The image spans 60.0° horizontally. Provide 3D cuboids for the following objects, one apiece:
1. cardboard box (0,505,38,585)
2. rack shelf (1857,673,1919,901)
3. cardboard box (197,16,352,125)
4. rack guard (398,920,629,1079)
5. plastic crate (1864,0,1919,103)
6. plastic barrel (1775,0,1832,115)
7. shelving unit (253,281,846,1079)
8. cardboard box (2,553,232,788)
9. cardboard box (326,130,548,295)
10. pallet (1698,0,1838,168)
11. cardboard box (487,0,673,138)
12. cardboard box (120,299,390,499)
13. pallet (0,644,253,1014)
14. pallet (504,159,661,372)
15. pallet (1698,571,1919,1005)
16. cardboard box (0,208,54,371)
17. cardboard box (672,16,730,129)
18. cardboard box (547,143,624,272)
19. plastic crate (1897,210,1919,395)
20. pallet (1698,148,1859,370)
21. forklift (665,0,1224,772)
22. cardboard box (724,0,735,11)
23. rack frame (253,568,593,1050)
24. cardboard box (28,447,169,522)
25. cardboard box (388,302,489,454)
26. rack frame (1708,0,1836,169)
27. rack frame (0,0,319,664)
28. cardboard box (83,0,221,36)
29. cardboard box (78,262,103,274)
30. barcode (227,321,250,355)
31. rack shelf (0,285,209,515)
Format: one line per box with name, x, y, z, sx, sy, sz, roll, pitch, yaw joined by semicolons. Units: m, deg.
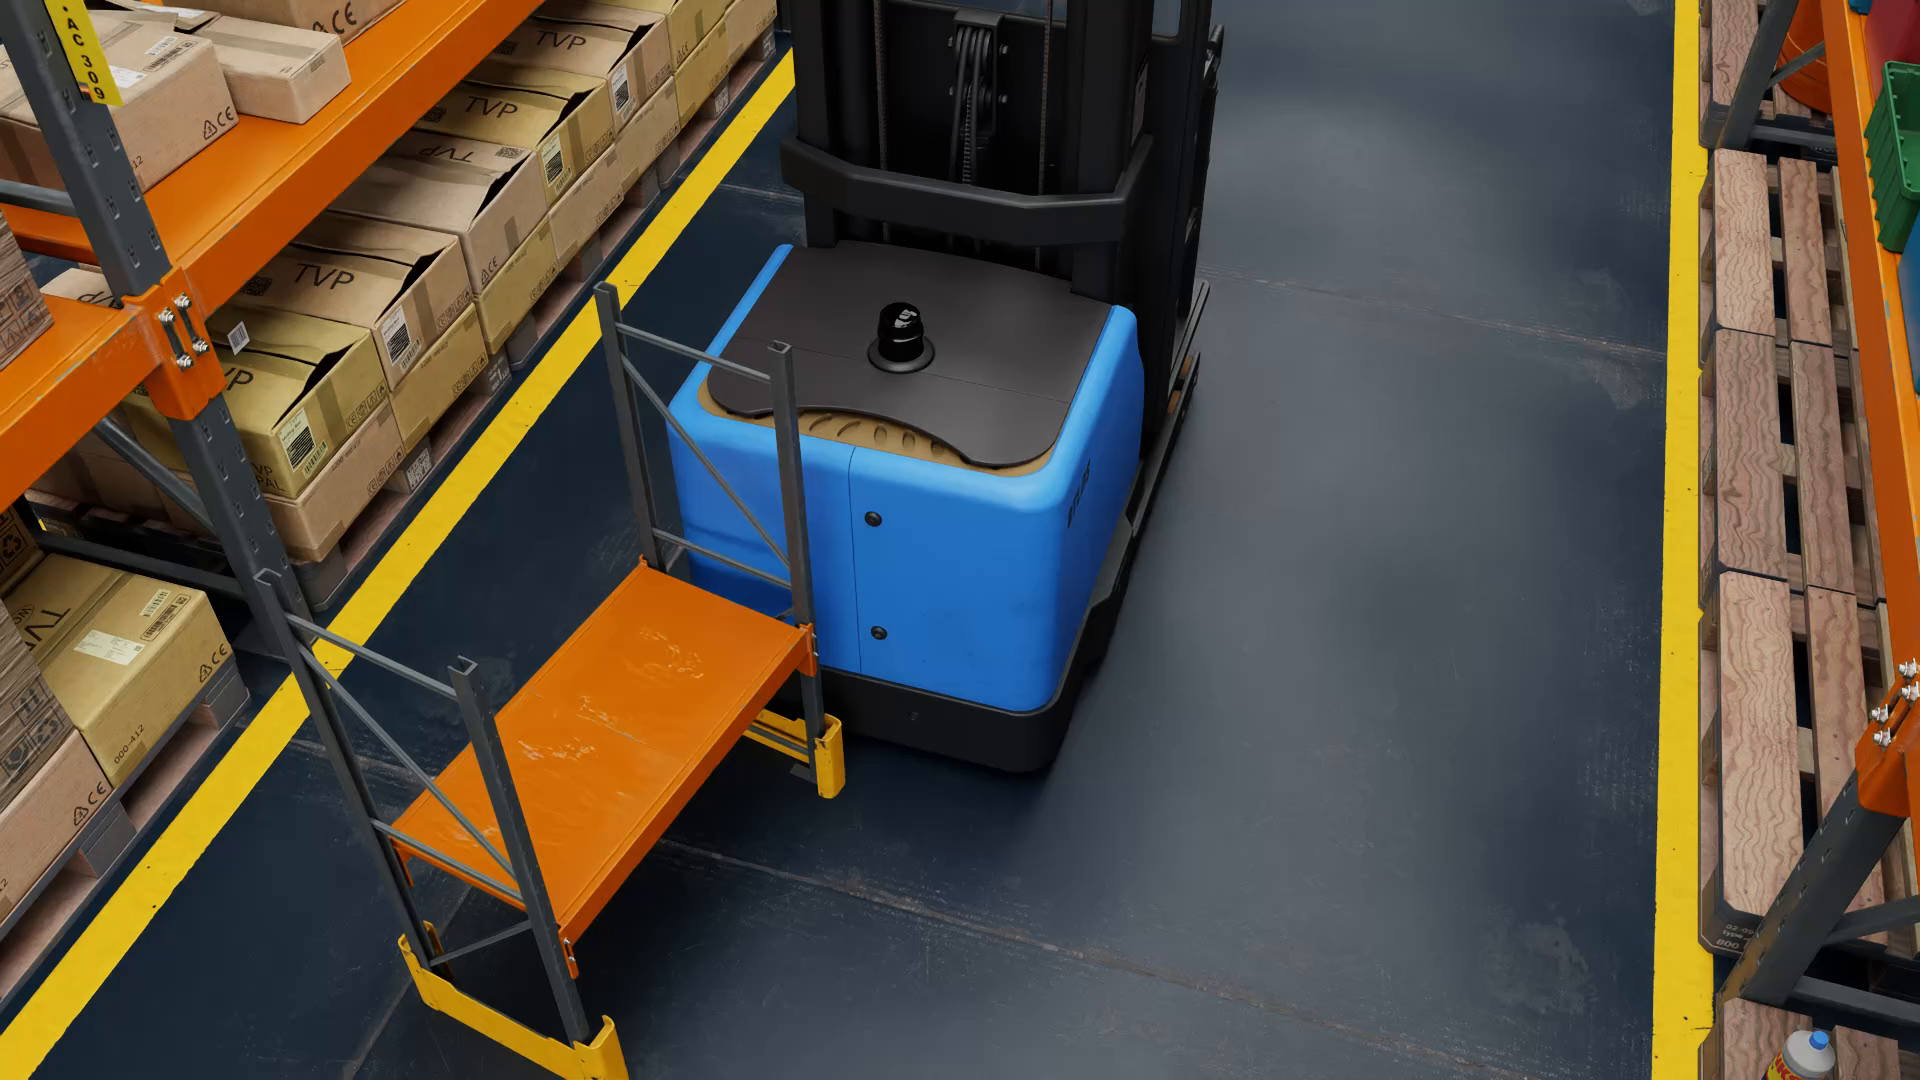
cardboard box;-2.840;-0.043;4.279;0.500;0.500;0.500;13;46;13
rack shelf;1.712;1.791;1.789;1.077;0.370;4.000;13;46;13
cardboard box;-1.938;-1.308;4.622;0.380;0.149;0.250;13;46;13
rack guard;-1.055;1.113;3.934;0.587;0.250;0.087;21;48;20
plastic crate;2.748;-1.476;4.568;0.402;0.464;0.583;13;46;13
plastic barrel;3.661;-2.169;6.574;0.600;0.830;0.708;13;46;13
shelving unit;-0.820;0.359;3.811;0.587;1.500;1.083;21;48;20
cardboard box;-2.334;0.337;4.426;0.500;0.250;0.500;13;46;13
cardboard box;-1.727;-1.119;5.513;0.500;0.311;0.500;11;45;11
pallet;3.729;-2.003;7.146;1.003;0.211;1.213;13;46;13
cardboard box;-1.421;-1.800;6.209;0.500;0.311;0.500;12;46;12
cardboard box;-2.039;-0.441;4.821;0.500;0.311;0.500;13;46;13
pallet;-2.682;0.667;4.417;1.003;0.211;1.213;13;46;13
pallet;-1.848;-1.169;6.294;1.003;0.211;1.213;13;46;13
pallet;2.519;0.666;4.418;1.003;0.211;1.213;13;46;13
cardboard box;-2.530;-0.589;3.636;0.700;0.500;0.500;11;46;11
cardboard box;-1.270;-1.938;6.751;0.500;0.250;0.500;12;46;12
cardboard box;-1.578;-1.259;6.058;0.500;0.250;0.500;13;46;13
plastic crate;2.356;-0.594;3.724;0.392;0.384;0.575;13;46;13
pallet;3.258;-0.960;6.081;1.003;0.211;1.213;13;46;13
forklift;0.190;-1.468;4.654;1.130;2.935;3.031;12;46;12
cardboard box;-1.114;-2.483;6.908;0.500;0.311;0.500;14;46;14
rack frame;-1.064;0.678;3.485;0.500;1.500;0.032;21;48;20
cardboard box;-2.552;-0.356;5.135;0.500;0.250;0.500;12;46;12
cardboard box;-1.887;-0.575;5.358;0.500;0.250;0.500;14;46;14
rack frame;3.529;-2.465;5.625;1.000;3.000;0.127;13;46;13
rack frame;-2.401;-0.851;3.975;1.000;3.000;0.127;13;46;13
cardboard box;-2.310;-1.428;4.660;0.396;0.266;0.258;12;46;12
cardboard box;-2.401;-0.897;5.287;0.500;0.311;0.500;14;46;14
barcode;-1.927;-0.539;4.443;0.001;0.075;0.075;13;46;13
rack shelf;-3.007;0.740;2.864;1.077;0.370;4.000;13;46;13
